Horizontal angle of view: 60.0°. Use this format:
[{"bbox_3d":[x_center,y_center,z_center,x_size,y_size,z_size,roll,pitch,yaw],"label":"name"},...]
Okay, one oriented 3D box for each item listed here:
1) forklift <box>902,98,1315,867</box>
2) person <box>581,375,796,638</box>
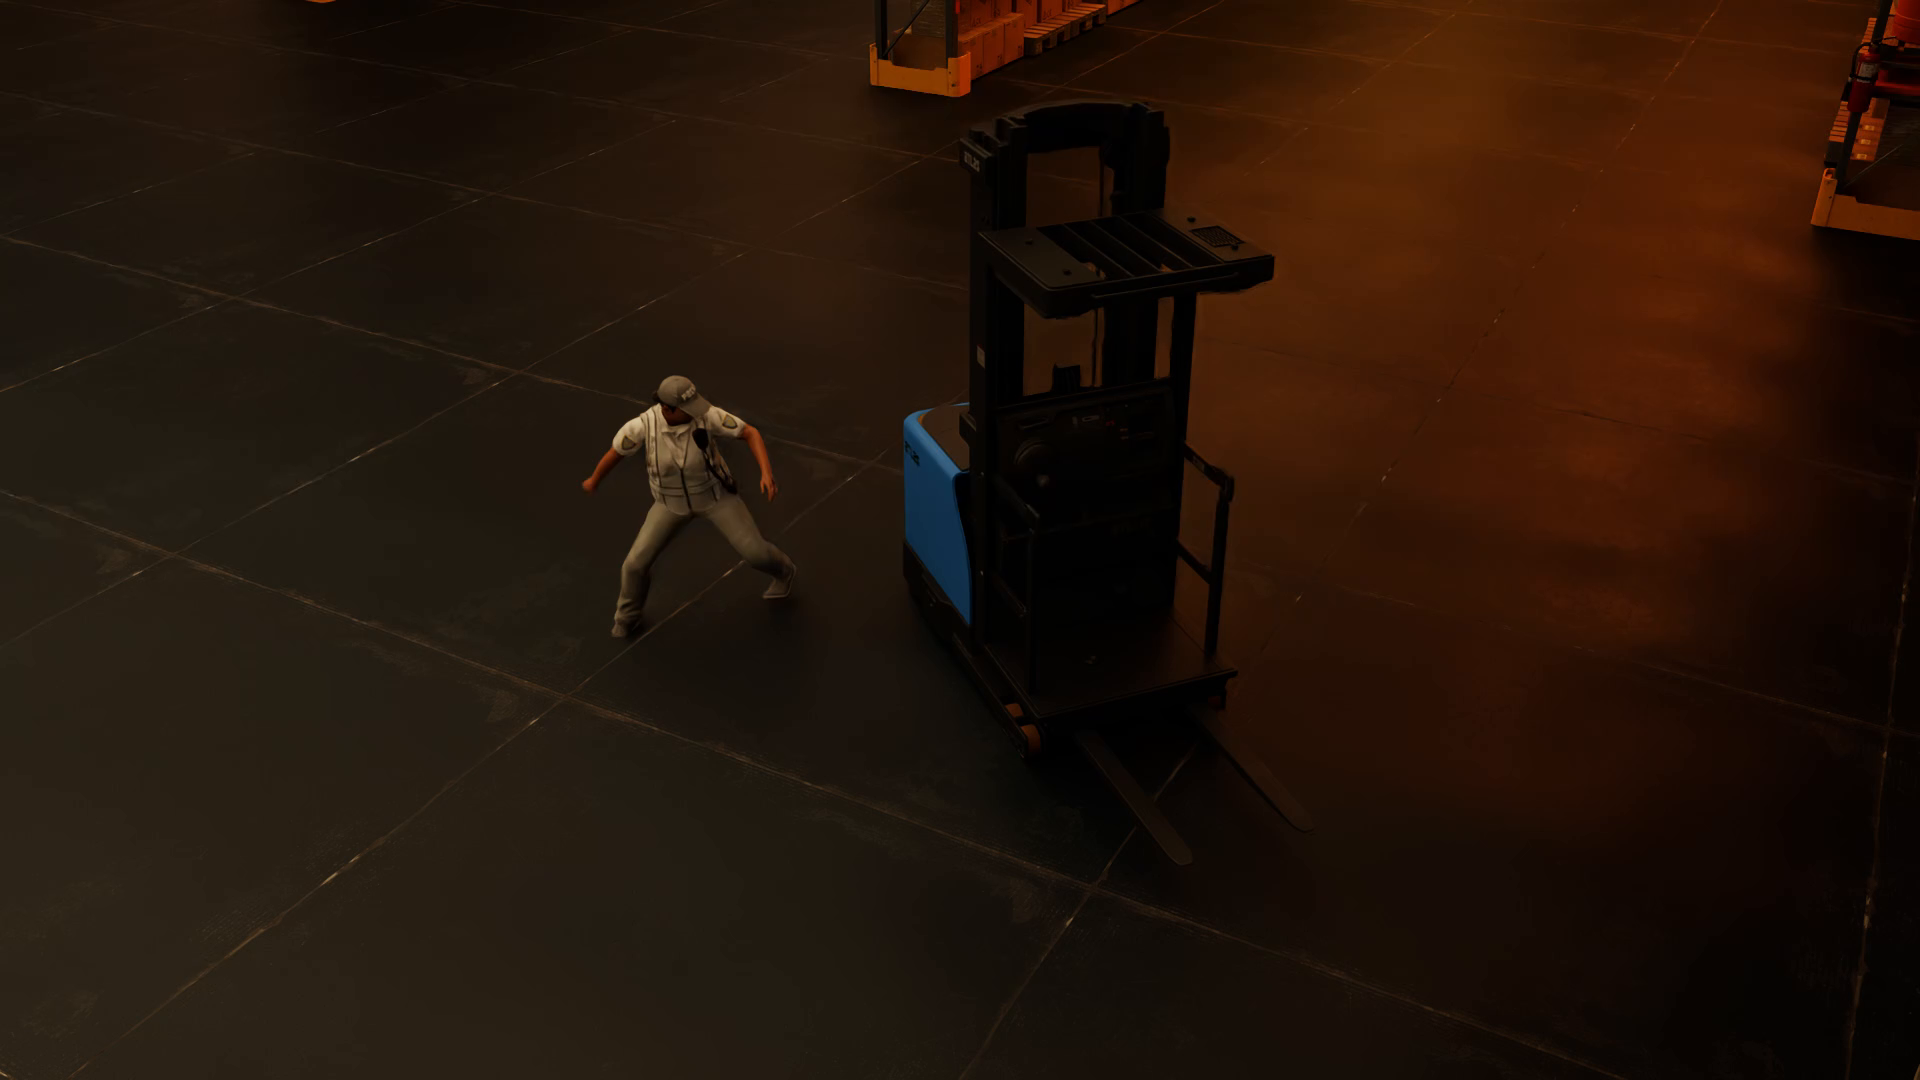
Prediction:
[{"bbox_3d":[0.695,-0.440,7.833,1.130,2.935,3.031,-11,32,-19],"label":"forklift"},{"bbox_3d":[-1.481,-0.184,8.908,1.124,1.592,0.510,-1,30,-2],"label":"person"}]
